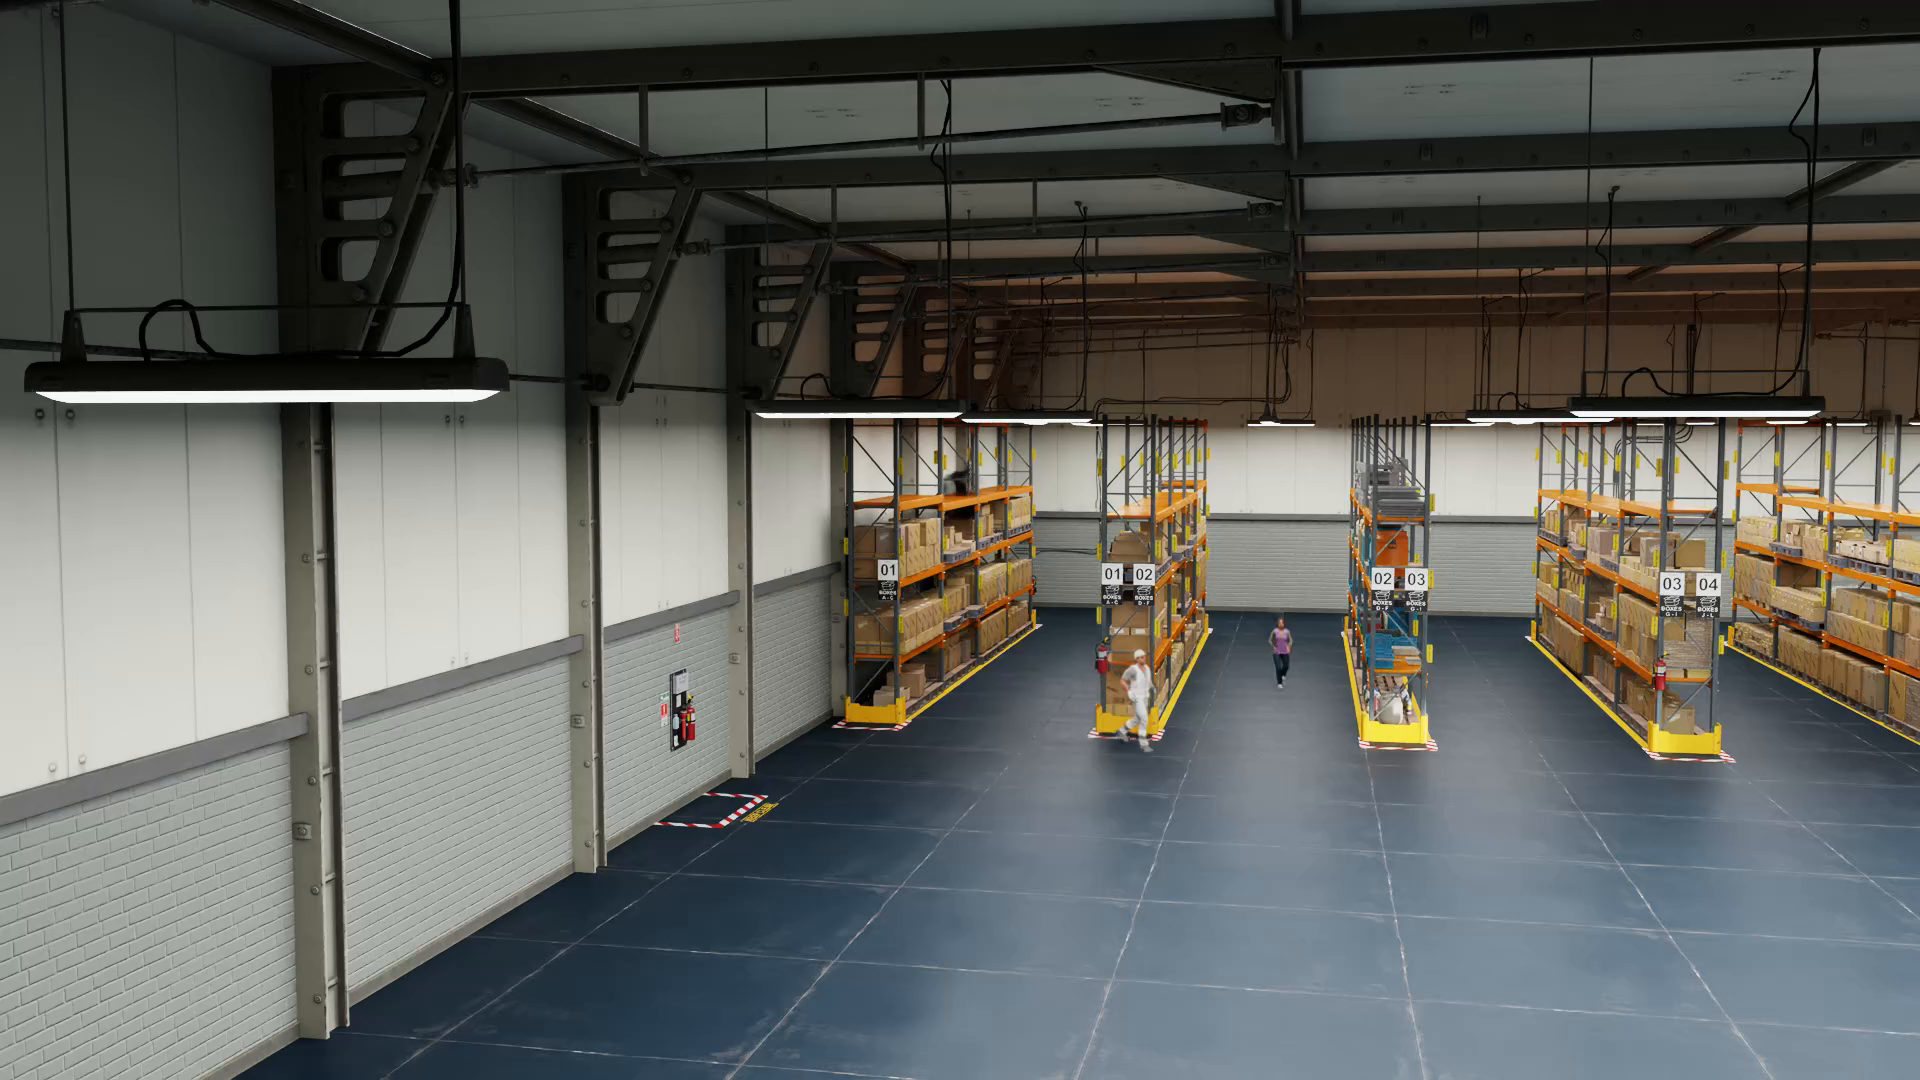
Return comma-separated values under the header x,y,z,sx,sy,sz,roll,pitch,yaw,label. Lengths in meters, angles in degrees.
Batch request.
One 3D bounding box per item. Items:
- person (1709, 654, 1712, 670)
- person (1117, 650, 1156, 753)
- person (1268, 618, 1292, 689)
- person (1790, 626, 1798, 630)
x,y,z,sx,sy,sz,roll,pitch,yaw,label
17.503,2.289,38.982,0.656,1.673,0.604,0,4,5,person
3.159,2.847,29.722,0.865,1.810,0.652,4,5,44,person
7.073,2.504,36.681,0.532,1.550,0.559,0,4,5,person
22.786,1.848,44.900,0.972,1.792,0.693,1,4,20,person
